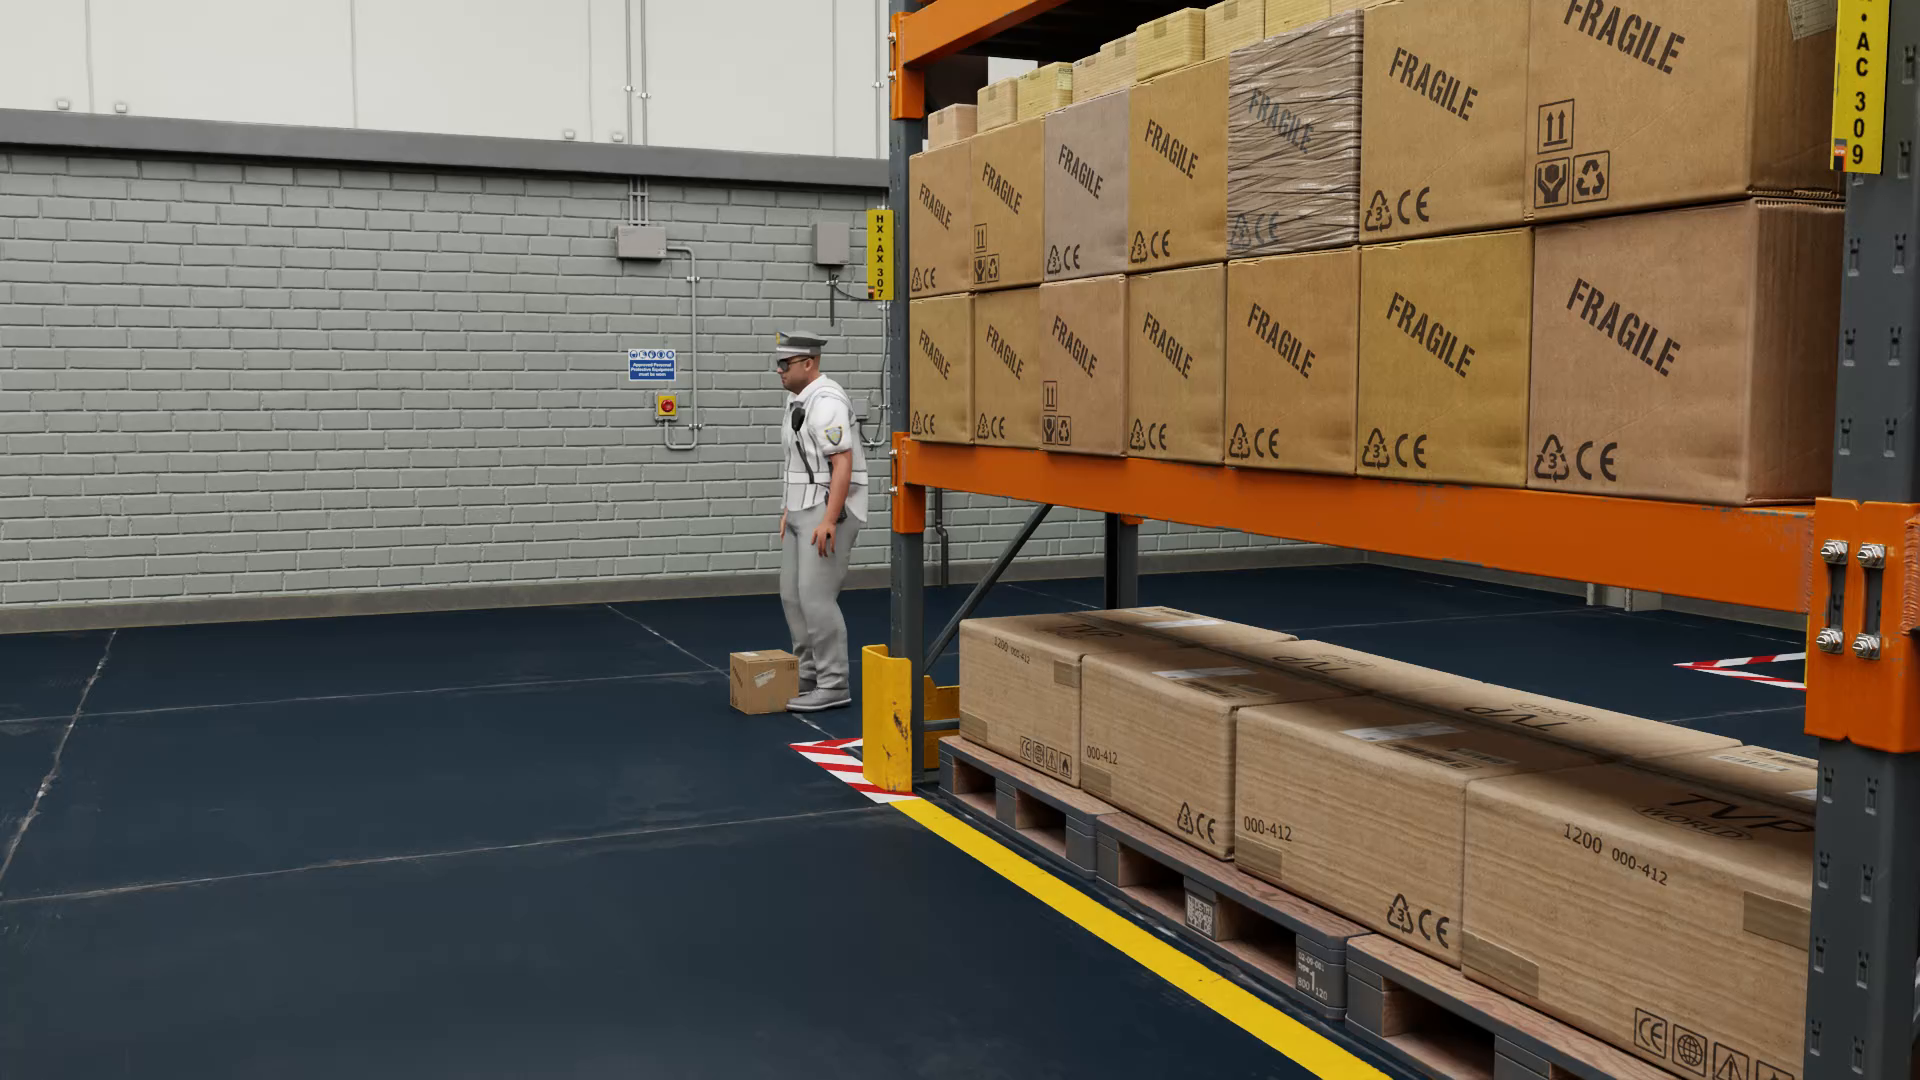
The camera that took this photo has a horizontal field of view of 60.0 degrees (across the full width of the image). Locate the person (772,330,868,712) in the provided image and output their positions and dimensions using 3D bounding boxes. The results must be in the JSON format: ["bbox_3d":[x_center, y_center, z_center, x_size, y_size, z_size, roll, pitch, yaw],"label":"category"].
[{"bbox_3d":[-0.667,-0.100,7.781,0.435,1.748,0.590,-2,6,-24],"label":"person"}]
